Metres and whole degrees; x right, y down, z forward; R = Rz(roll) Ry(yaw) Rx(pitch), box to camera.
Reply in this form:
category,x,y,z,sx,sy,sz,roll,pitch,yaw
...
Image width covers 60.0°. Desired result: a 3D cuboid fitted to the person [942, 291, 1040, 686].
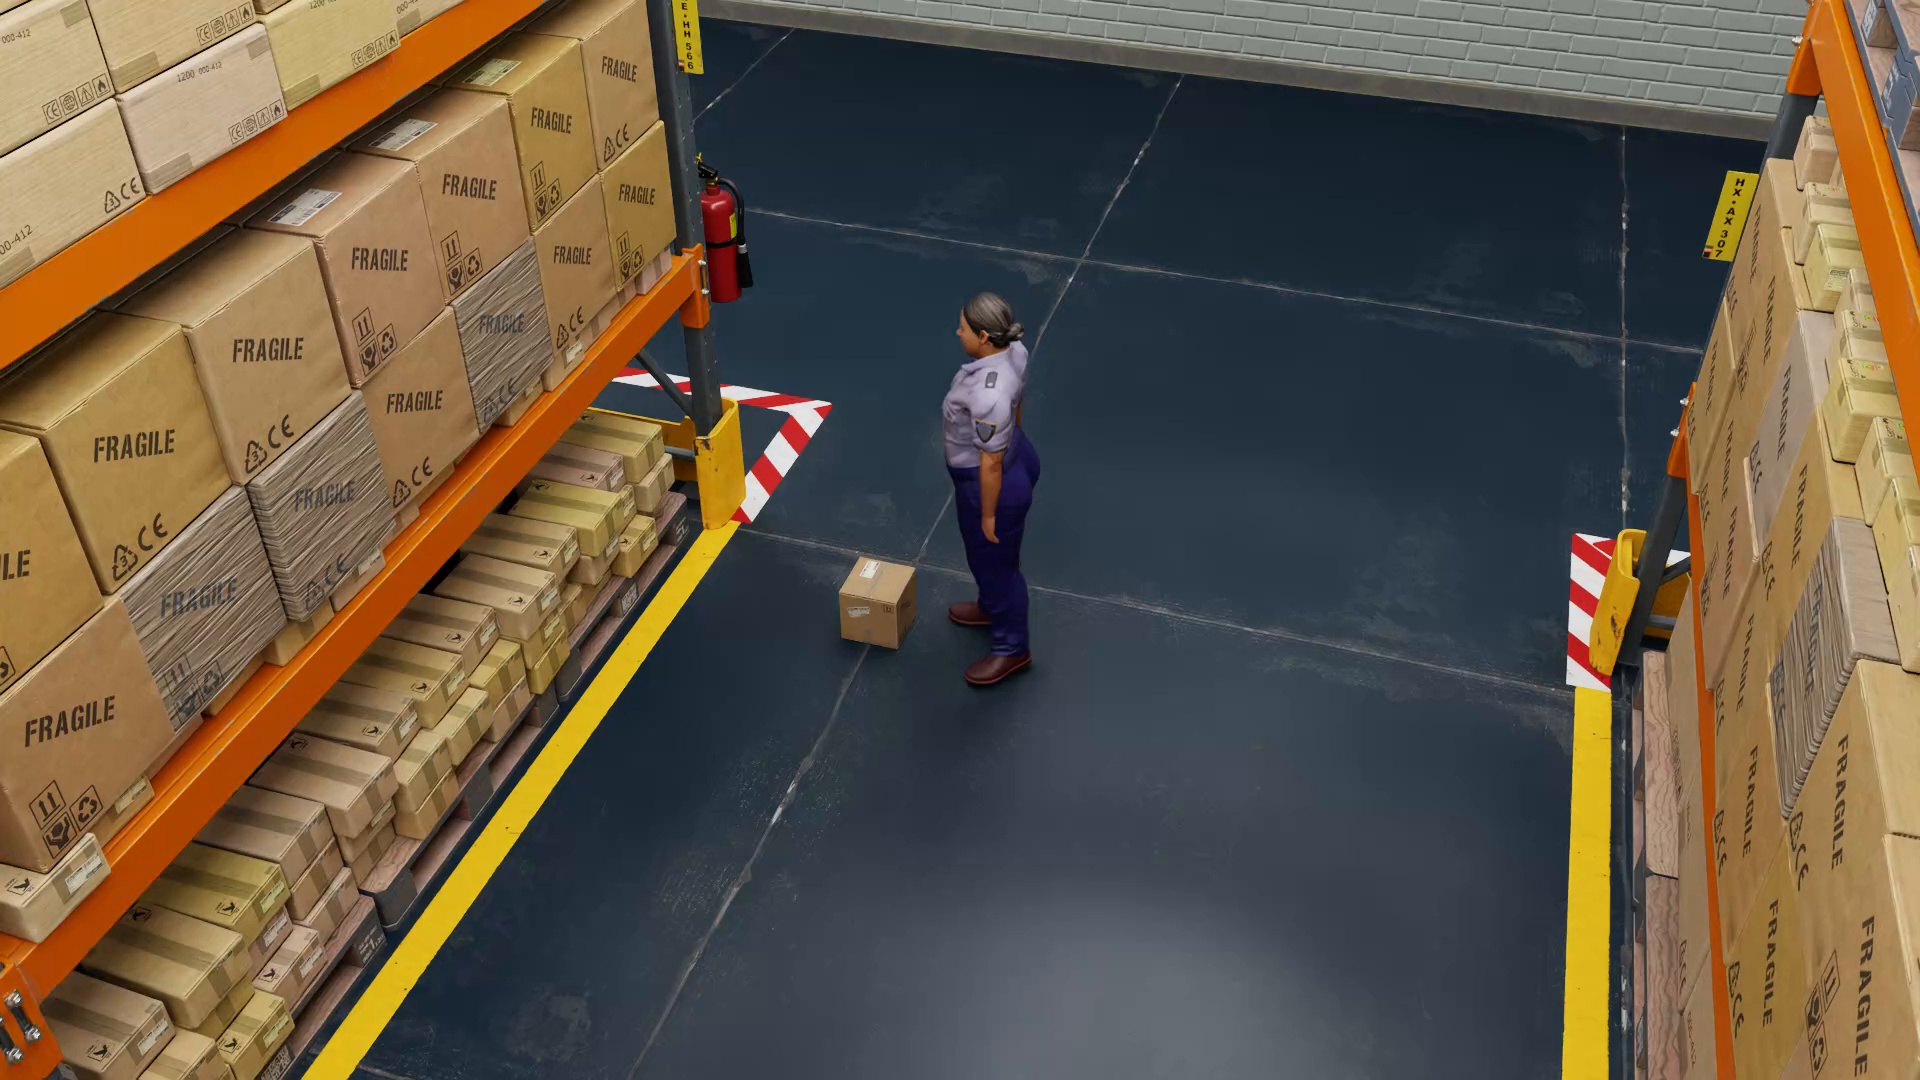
category,x,y,z,sx,sy,sz,roll,pitch,yaw
person,0.113,-0.221,6.426,0.406,1.656,0.535,7,38,10
